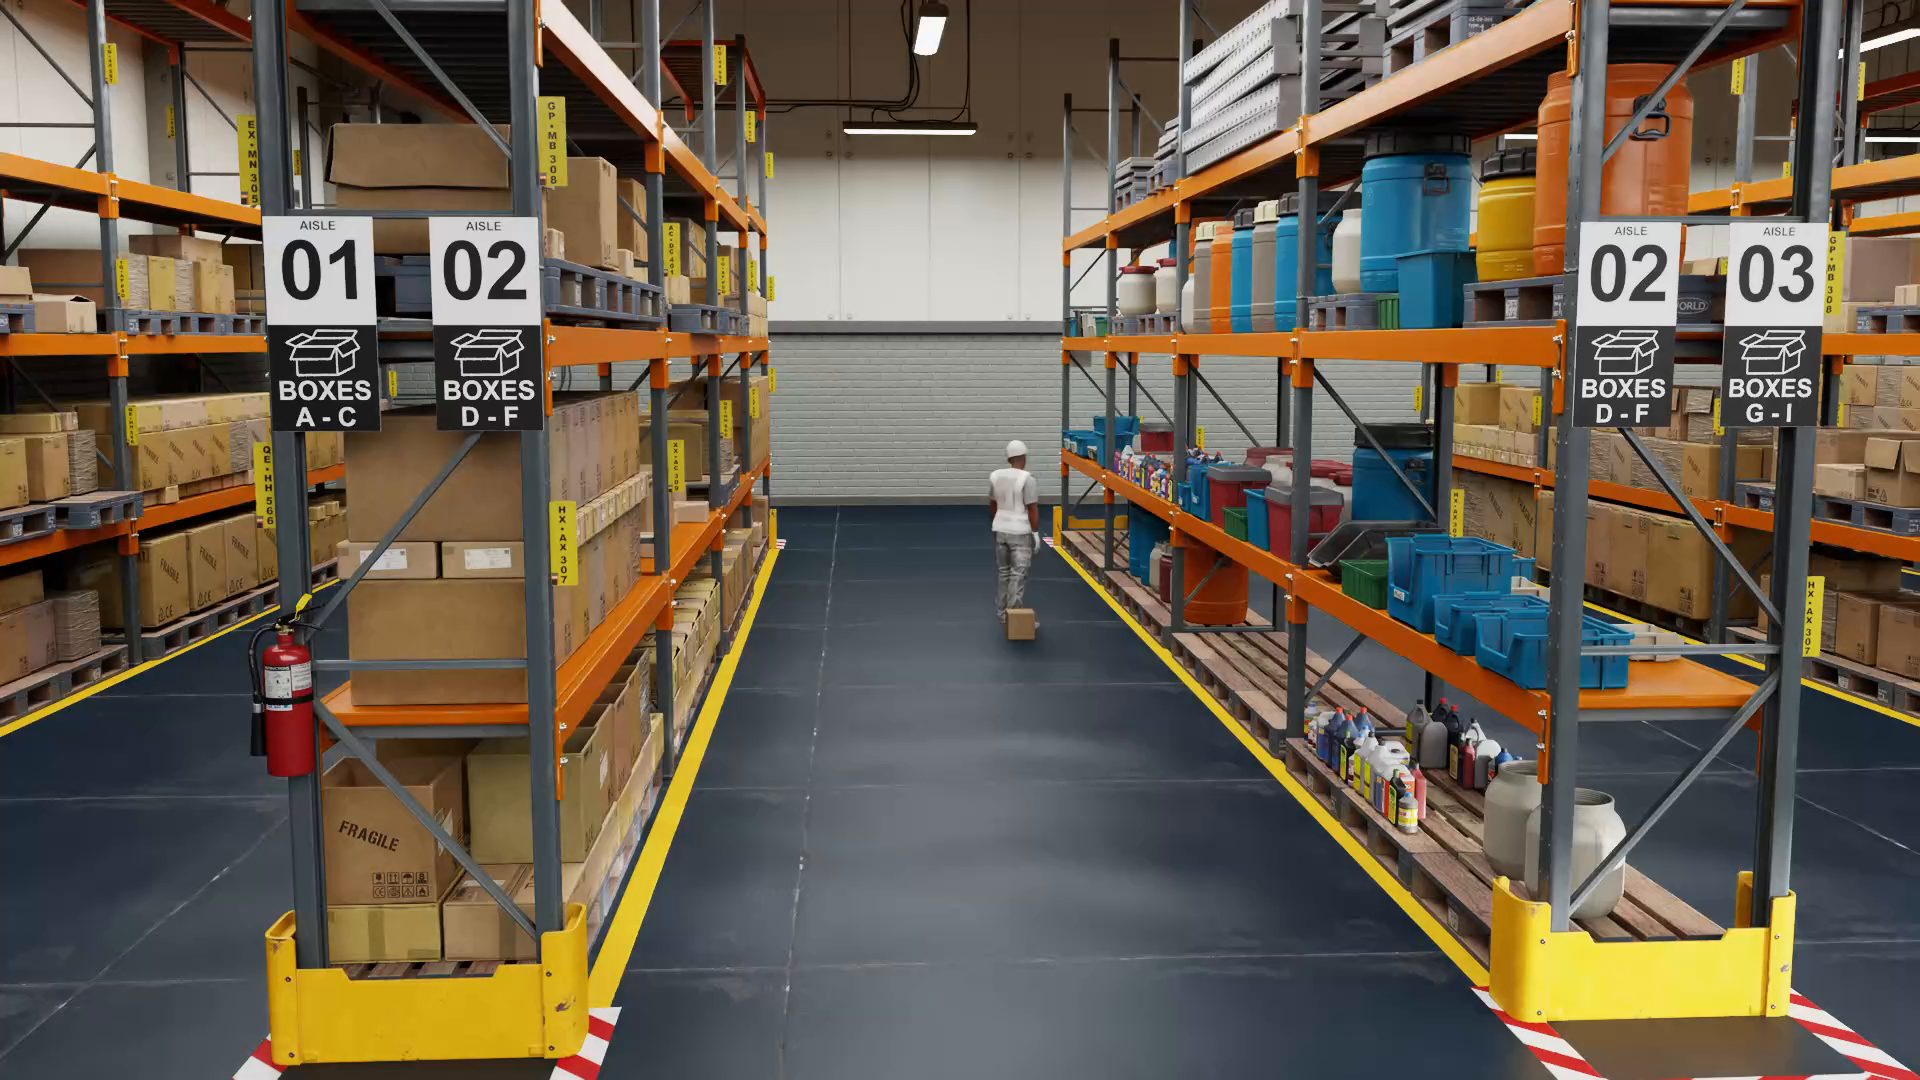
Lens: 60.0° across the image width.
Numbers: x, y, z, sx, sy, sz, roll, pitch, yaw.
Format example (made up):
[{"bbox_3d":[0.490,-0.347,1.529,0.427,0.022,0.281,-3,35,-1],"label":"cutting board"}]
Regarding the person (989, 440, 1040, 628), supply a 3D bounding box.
[{"bbox_3d":[0.530,-0.063,15.932,0.446,1.784,0.615,-6,9,-42],"label":"person"}]
